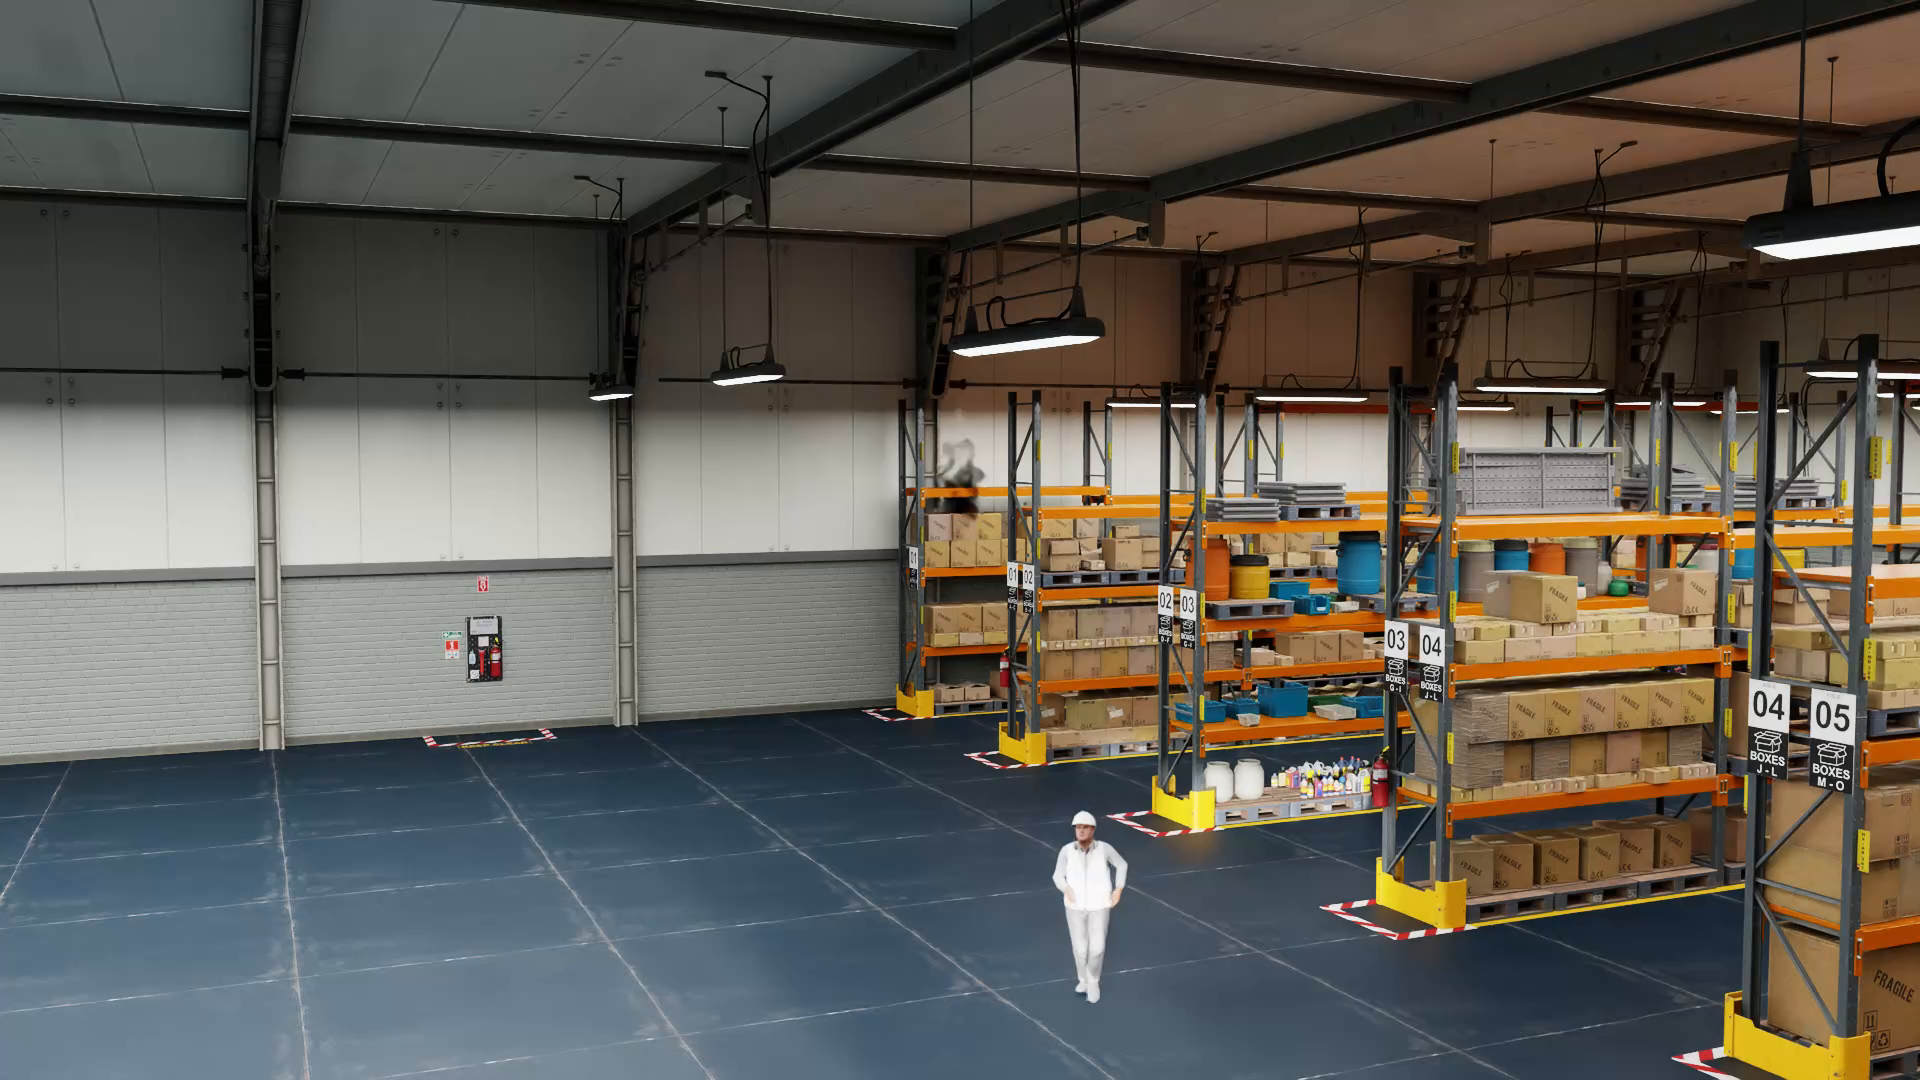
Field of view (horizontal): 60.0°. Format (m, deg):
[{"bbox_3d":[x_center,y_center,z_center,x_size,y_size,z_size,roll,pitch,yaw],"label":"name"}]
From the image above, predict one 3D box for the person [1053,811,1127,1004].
[{"bbox_3d":[1.187,3.394,15.387,0.668,1.756,0.674,1,3,12],"label":"person"}]
